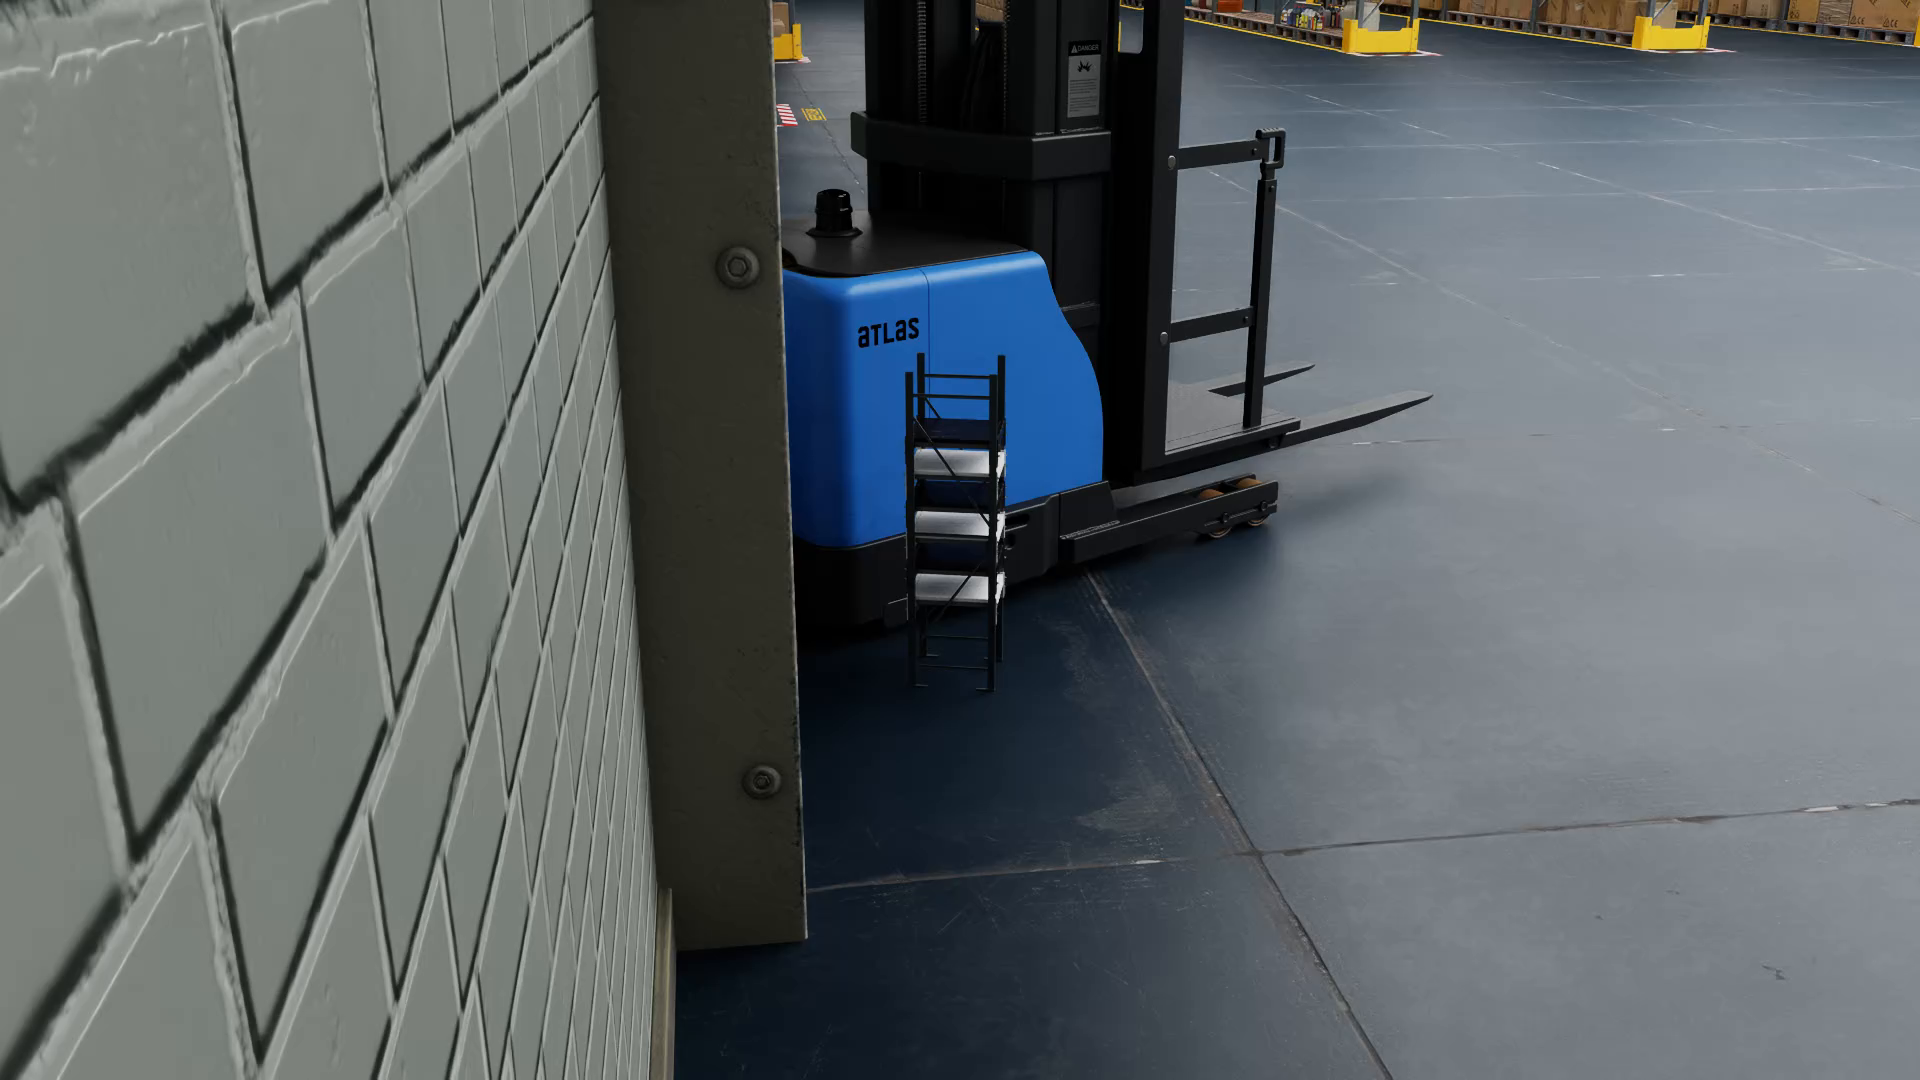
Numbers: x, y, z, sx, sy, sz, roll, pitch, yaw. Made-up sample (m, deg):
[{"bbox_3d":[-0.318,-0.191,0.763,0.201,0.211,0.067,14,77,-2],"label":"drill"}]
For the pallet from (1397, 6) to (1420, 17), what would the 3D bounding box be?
[{"bbox_3d":[10.337,-11.652,36.611,1.003,0.211,1.213,-3,21,-8],"label":"pallet"}]

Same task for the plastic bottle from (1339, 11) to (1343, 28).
[{"bbox_3d":[6.696,-9.112,29.090,0.152,0.276,0.135,-3,21,-7],"label":"plastic bottle"}]

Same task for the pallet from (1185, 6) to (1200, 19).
[{"bbox_3d":[5.320,-11.396,35.927,1.003,0.211,1.213,-3,21,-8],"label":"pallet"}]

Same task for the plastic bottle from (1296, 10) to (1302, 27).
[{"bbox_3d":[5.939,-9.134,29.137,0.061,0.283,0.133,-2,21,-5],"label":"plastic bottle"}]

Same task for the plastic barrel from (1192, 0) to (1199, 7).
[{"bbox_3d":[5.227,-11.792,35.956,0.421,0.512,0.421,0,20,0],"label":"plastic barrel"}]

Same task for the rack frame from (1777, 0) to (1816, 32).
[{"bbox_3d":[16.048,-11.090,31.122,1.000,3.000,0.127,-3,21,-8],"label":"rack frame"}]

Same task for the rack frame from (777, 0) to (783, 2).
[{"bbox_3d":[-3.580,-10.125,28.539,1.000,3.000,0.127,-3,21,-8],"label":"rack frame"}]

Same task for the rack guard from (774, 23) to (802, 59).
[{"bbox_3d":[-3.014,-7.596,25.339,1.175,0.500,0.348,-3,21,-8],"label":"rack guard"}]

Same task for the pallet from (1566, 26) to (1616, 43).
[{"bbox_3d":[11.436,-8.915,29.282,1.003,0.211,1.213,-3,21,-8],"label":"pallet"}]

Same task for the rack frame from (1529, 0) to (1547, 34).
[{"bbox_3d":[11.125,-10.875,30.546,1.000,3.000,0.127,-3,21,-8],"label":"rack frame"}]

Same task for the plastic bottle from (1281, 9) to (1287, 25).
[{"bbox_3d":[5.836,-9.421,29.923,0.097,0.271,0.097,0,20,0],"label":"plastic bottle"}]

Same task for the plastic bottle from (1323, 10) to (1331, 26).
[{"bbox_3d":[6.487,-9.264,29.497,0.152,0.276,0.135,-3,21,-8],"label":"plastic bottle"}]

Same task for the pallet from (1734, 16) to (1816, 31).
[{"bbox_3d":[15.862,-10.047,32.315,1.003,0.211,1.213,-3,21,-8],"label":"pallet"}]

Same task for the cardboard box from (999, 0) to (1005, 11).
[{"bbox_3d":[0.980,-9.674,29.858,0.500,0.311,0.500,-3,21,-8],"label":"cardboard box"}]

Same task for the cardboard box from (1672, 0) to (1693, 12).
[{"bbox_3d":[15.470,-11.402,34.573,1.050,0.750,0.750,-3,21,-8],"label":"cardboard box"}]

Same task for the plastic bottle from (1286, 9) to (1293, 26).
[{"bbox_3d":[5.910,-9.312,29.626,0.152,0.276,0.135,-2,21,-6],"label":"plastic bottle"}]

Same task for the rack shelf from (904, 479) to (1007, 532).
[{"bbox_3d":[-0.010,-0.098,4.530,0.258,0.077,0.200,3,21,7],"label":"rack shelf"}]

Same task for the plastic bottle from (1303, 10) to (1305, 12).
[{"bbox_3d":[6.070,-9.209,29.355,0.097,0.271,0.097,0,20,0],"label":"plastic bottle"}]

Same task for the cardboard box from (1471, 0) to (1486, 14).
[{"bbox_3d":[10.757,-10.873,33.483,0.700,0.500,0.500,-5,21,-12],"label":"cardboard box"}]

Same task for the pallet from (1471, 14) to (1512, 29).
[{"bbox_3d":[10.832,-10.261,32.889,1.003,0.211,1.213,-3,21,-8],"label":"pallet"}]

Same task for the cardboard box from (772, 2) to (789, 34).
[{"bbox_3d":[-3.152,-8.474,27.060,0.700,0.500,0.500,-4,21,-11],"label":"cardboard box"}]

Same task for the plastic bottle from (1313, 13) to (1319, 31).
[{"bbox_3d":[6.067,-8.827,28.316,0.061,0.283,0.133,-2,21,-6],"label":"plastic bottle"}]

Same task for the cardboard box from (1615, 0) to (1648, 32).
[{"bbox_3d":[11.508,-8.938,28.332,0.500,0.500,0.500,2,21,6],"label":"cardboard box"}]

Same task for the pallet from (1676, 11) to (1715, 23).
[{"bbox_3d":[15.510,-10.892,34.577,1.003,0.211,1.213,-3,21,-8],"label":"pallet"}]

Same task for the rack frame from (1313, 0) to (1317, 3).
[{"bbox_3d":[9.395,-15.030,41.670,1.000,3.000,0.127,-3,21,-8],"label":"rack frame"}]

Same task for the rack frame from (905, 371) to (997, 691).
[{"bbox_3d":[-0.023,-0.009,4.455,0.240,0.900,0.006,3,21,7],"label":"rack frame"}]

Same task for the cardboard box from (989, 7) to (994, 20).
[{"bbox_3d":[0.830,-9.767,30.908,0.500,0.250,0.500,-2,21,-7],"label":"cardboard box"}]

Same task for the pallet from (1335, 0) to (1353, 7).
[{"bbox_3d":[9.760,-13.029,40.299,1.003,0.211,1.213,-3,21,-8],"label":"pallet"}]

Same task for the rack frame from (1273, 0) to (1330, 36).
[{"bbox_3d":[6.224,-10.625,29.877,1.000,3.000,0.127,-3,21,-8],"label":"rack frame"}]

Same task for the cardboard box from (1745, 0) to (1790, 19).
[{"bbox_3d":[15.869,-10.443,32.005,1.050,0.750,0.750,-3,21,-8],"label":"cardboard box"}]

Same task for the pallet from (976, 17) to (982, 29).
[{"bbox_3d":[0.825,-10.168,32.639,1.003,0.211,1.213,-3,21,-8],"label":"pallet"}]

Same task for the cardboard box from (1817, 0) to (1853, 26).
[{"bbox_3d":[16.203,-9.758,29.993,0.875,0.875,0.875,-3,21,-7],"label":"cardboard box"}]

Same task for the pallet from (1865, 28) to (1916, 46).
[{"bbox_3d":[16.432,-8.672,28.632,1.003,0.211,1.213,-3,21,-8],"label":"pallet"}]

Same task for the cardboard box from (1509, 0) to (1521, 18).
[{"bbox_3d":[11.008,-10.290,31.923,0.700,0.500,0.500,-3,21,-8],"label":"cardboard box"}]

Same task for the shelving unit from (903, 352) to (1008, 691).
[{"bbox_3d":[-0.010,-0.045,4.550,0.258,0.900,0.210,3,21,7],"label":"shelving unit"}]

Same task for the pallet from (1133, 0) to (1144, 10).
[{"bbox_3d":[4.747,-12.765,39.591,1.003,0.211,1.213,-3,21,-8],"label":"pallet"}]

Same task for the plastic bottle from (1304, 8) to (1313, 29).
[{"bbox_3d":[6.045,-9.013,28.718,0.144,0.351,0.185,-2,21,-6],"label":"plastic bottle"}]

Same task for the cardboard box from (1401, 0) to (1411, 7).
[{"bbox_3d":[10.349,-12.010,36.022,1.225,0.875,0.875,-3,21,-8],"label":"cardboard box"}]

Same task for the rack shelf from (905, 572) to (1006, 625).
[{"bbox_3d":[-0.010,0.155,4.624,0.258,0.077,0.200,3,21,7],"label":"rack shelf"}]

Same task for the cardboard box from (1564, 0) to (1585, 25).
[{"bbox_3d":[11.233,-9.562,30.004,0.500,0.500,0.500,4,21,9],"label":"cardboard box"}]

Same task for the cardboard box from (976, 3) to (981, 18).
[{"bbox_3d":[0.603,-10.300,32.336,0.500,0.250,0.500,-3,21,-9],"label":"cardboard box"}]

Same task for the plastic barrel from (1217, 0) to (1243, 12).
[{"bbox_3d":[5.560,-11.359,34.342,0.600,0.830,0.708,-3,21,-8],"label":"plastic barrel"}]

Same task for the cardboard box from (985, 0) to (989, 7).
[{"bbox_3d":[0.760,-10.201,31.269,0.500,0.311,0.500,-3,21,-8],"label":"cardboard box"}]

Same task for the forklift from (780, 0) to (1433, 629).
[{"bbox_3d":[0.495,-1.509,5.568,3.031,2.935,1.130,-15,25,-35],"label":"forklift"}]

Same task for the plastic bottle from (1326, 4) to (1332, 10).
[{"bbox_3d":[6.602,-9.382,29.705,0.144,0.351,0.185,-3,21,-9],"label":"plastic bottle"}]

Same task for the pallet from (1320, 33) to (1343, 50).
[{"bbox_3d":[6.631,-8.239,27.475,1.003,0.211,1.213,-3,21,-8],"label":"pallet"}]
